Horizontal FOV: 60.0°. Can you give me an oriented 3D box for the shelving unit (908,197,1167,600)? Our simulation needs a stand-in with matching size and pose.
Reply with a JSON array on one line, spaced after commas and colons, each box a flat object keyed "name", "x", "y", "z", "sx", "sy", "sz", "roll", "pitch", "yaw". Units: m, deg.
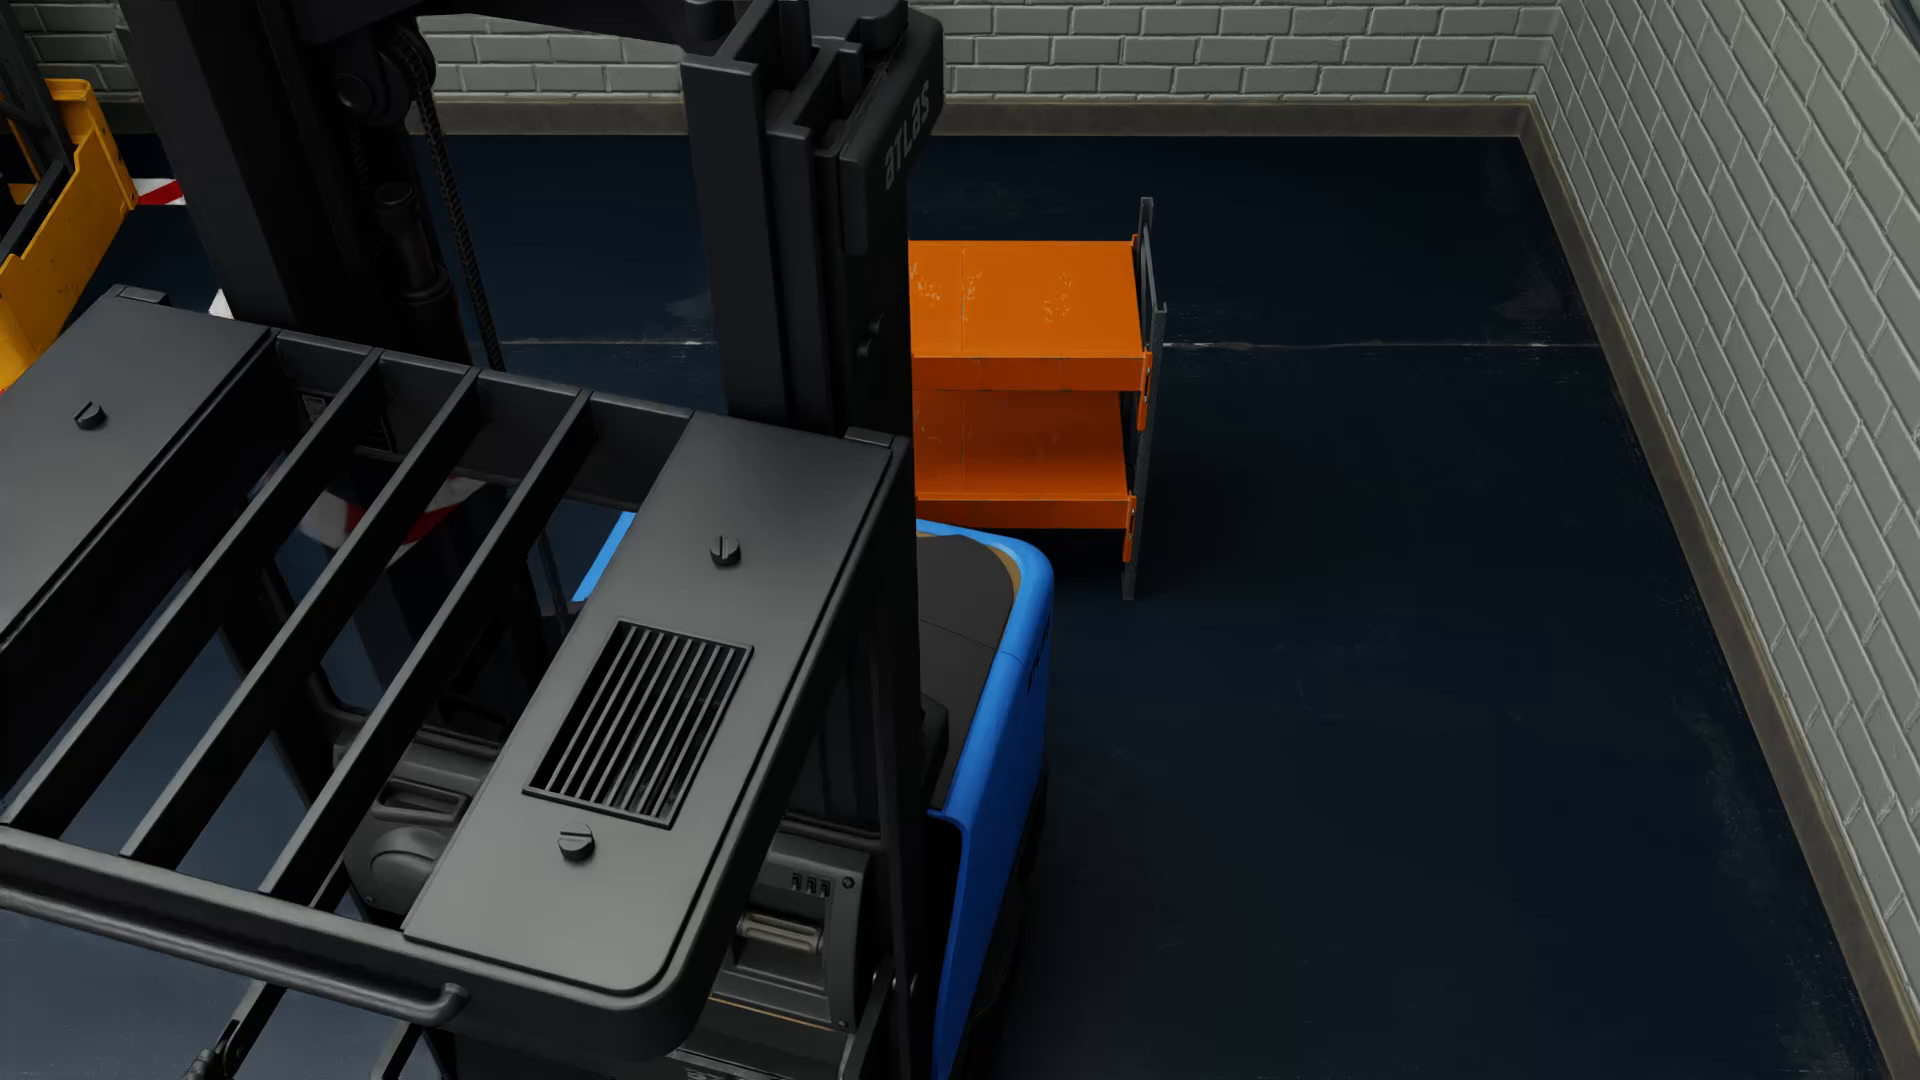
[{"name": "shelving unit", "x": 0.007, "y": -0.383, "z": 4.838, "sx": 1.048, "sy": 1.125, "sz": 0.538, "roll": 0, "pitch": 47, "yaw": 0}]

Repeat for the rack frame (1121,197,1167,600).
[{"name": "rack frame", "x": 0.515, "y": -0.382, "z": 4.837, "sx": 0.032, "sy": 1.125, "sz": 0.500, "roll": 0, "pitch": 47, "yaw": 0}]

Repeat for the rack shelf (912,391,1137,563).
[{"name": "rack shelf", "x": 0.007, "y": -0.217, "z": 5.017, "sx": 1.000, "sy": 0.278, "sz": 0.538, "roll": 0, "pitch": 47, "yaw": 0}]

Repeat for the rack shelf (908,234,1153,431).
[{"name": "rack shelf", "x": 0.007, "y": -0.583, "z": 4.624, "sx": 1.000, "sy": 0.278, "sz": 0.538, "roll": 0, "pitch": 47, "yaw": 0}]

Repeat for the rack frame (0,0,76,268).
[{"name": "rack frame", "x": -3.398, "y": -1.962, "z": 5.027, "sx": 0.127, "sy": 3.000, "sz": 1.000, "roll": 0, "pitch": 47, "yaw": 0}]

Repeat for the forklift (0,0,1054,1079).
[{"name": "forklift", "x": -0.661, "y": 0.688, "z": 2.607, "sx": 1.130, "sy": 2.935, "sz": 3.031, "roll": 12, "pitch": 48, "yaw": 11}]

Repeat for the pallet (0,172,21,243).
[{"name": "pallet", "x": -4.198, "y": -0.956, "z": 5.996, "sx": 1.213, "sy": 0.211, "sz": 1.003, "roll": 0, "pitch": 47, "yaw": 0}]

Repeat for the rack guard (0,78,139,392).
[{"name": "rack guard", "x": -3.374, "y": -1.110, "z": 5.941, "sx": 0.348, "sy": 0.500, "sz": 1.175, "roll": 0, "pitch": 47, "yaw": 0}]
